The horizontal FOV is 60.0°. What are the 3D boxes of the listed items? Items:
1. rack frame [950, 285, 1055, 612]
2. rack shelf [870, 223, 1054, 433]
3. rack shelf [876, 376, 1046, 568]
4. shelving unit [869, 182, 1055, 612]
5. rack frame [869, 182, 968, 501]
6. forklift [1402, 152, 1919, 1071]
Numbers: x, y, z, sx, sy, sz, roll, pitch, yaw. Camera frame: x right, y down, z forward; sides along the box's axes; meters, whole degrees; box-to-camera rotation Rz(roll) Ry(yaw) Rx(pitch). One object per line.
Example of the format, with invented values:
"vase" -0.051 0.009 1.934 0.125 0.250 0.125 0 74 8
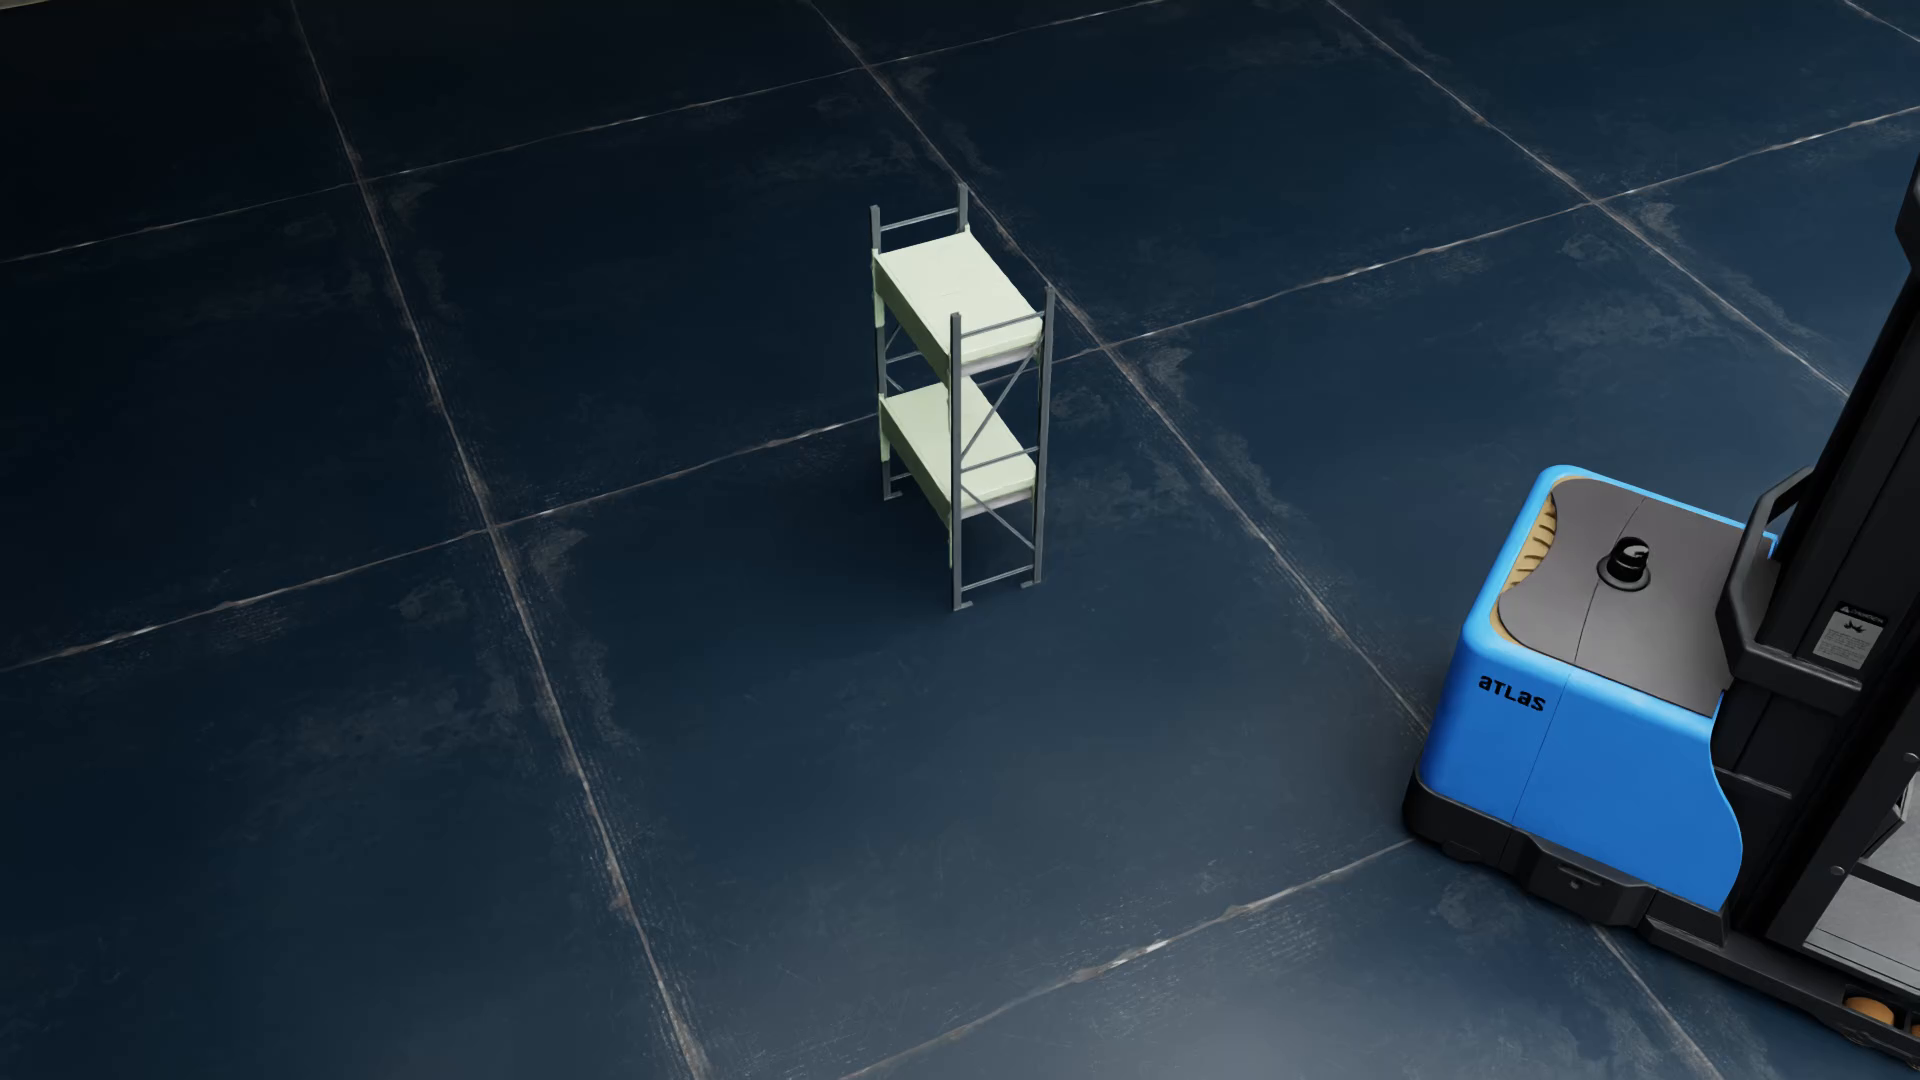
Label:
"rack frame" 0.151 -0.305 6.360 0.400 1.500 0.023 -18 47 -17
"rack shelf" -0.003 -0.816 6.322 0.431 0.370 0.720 -18 47 -17
"rack shelf" -0.003 -0.306 6.825 0.431 0.370 0.720 -18 47 -17
"shelving unit" -0.003 -0.538 6.596 0.431 1.500 0.755 -18 47 -17
"rack frame" -0.157 -0.771 6.833 0.400 1.500 0.023 -18 47 -17
"forklift" 3.130 0.248 4.780 3.031 2.935 1.130 22 49 21
